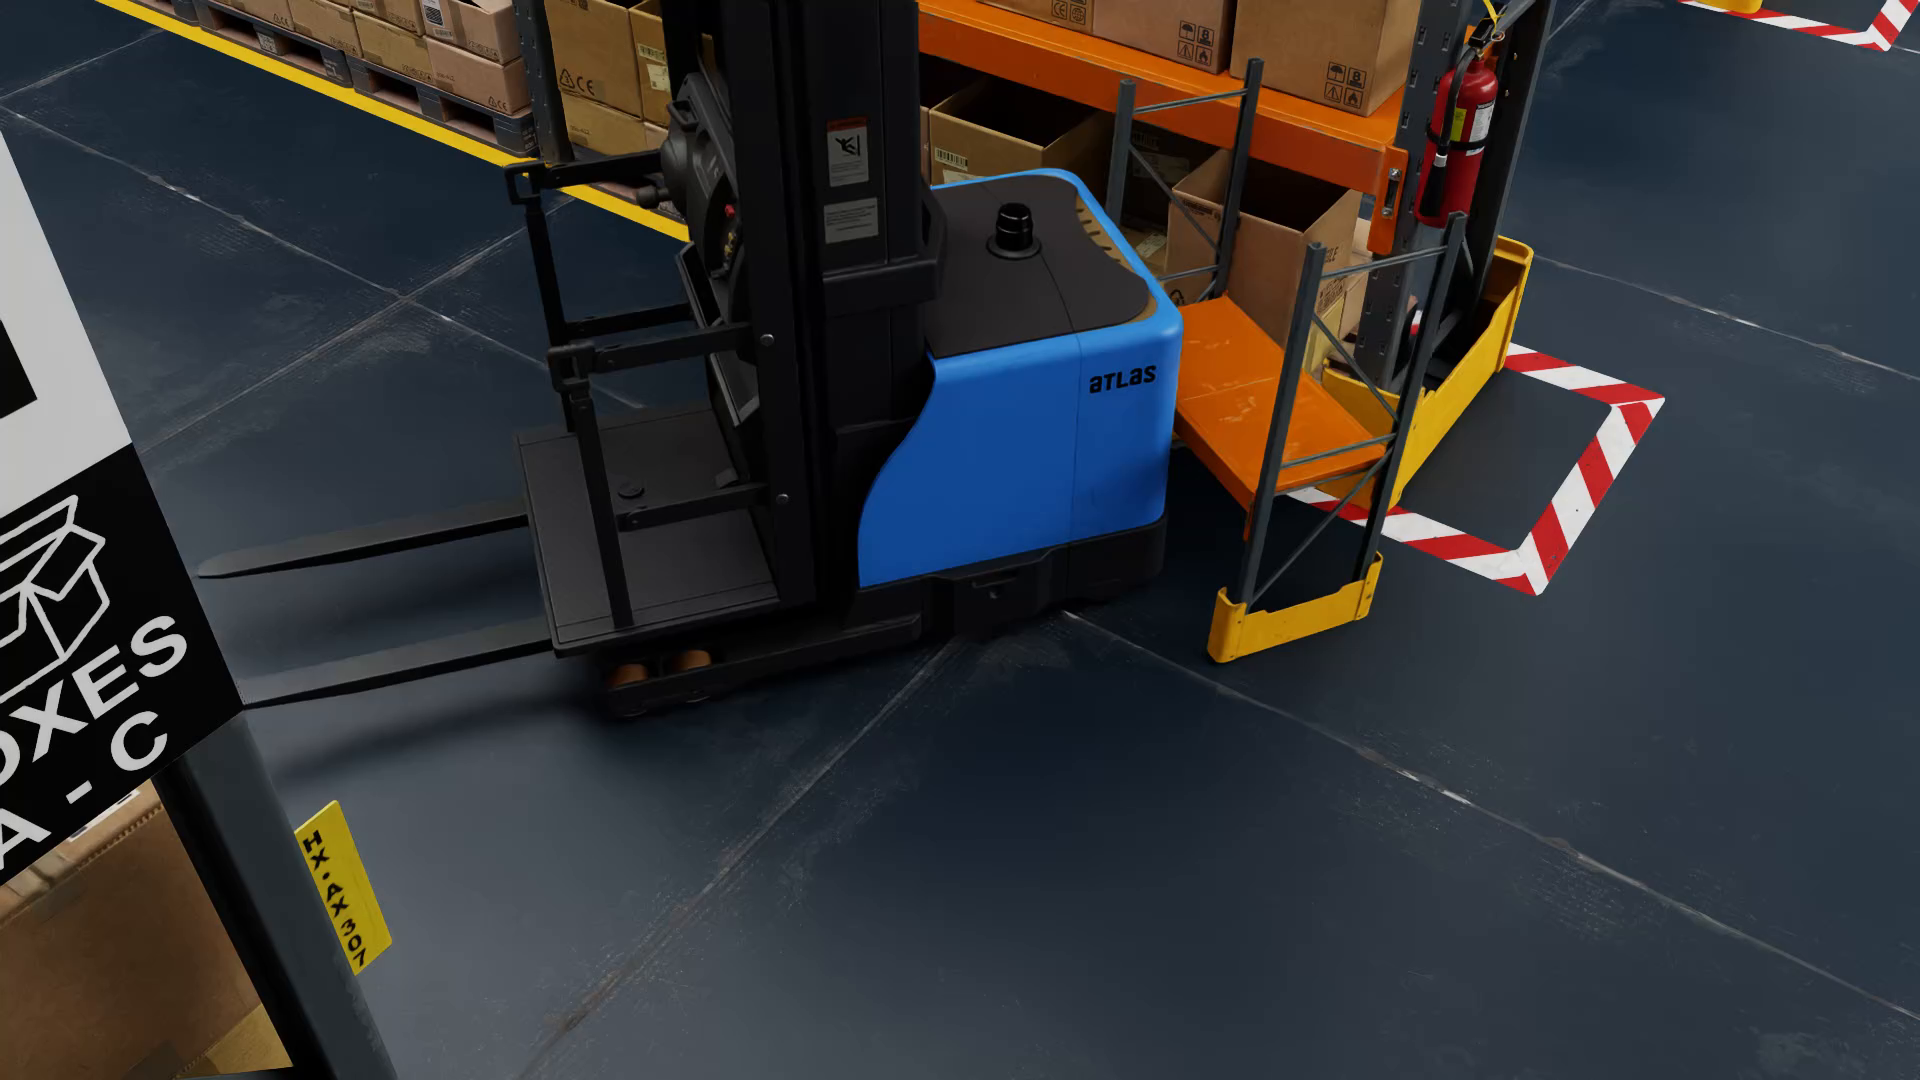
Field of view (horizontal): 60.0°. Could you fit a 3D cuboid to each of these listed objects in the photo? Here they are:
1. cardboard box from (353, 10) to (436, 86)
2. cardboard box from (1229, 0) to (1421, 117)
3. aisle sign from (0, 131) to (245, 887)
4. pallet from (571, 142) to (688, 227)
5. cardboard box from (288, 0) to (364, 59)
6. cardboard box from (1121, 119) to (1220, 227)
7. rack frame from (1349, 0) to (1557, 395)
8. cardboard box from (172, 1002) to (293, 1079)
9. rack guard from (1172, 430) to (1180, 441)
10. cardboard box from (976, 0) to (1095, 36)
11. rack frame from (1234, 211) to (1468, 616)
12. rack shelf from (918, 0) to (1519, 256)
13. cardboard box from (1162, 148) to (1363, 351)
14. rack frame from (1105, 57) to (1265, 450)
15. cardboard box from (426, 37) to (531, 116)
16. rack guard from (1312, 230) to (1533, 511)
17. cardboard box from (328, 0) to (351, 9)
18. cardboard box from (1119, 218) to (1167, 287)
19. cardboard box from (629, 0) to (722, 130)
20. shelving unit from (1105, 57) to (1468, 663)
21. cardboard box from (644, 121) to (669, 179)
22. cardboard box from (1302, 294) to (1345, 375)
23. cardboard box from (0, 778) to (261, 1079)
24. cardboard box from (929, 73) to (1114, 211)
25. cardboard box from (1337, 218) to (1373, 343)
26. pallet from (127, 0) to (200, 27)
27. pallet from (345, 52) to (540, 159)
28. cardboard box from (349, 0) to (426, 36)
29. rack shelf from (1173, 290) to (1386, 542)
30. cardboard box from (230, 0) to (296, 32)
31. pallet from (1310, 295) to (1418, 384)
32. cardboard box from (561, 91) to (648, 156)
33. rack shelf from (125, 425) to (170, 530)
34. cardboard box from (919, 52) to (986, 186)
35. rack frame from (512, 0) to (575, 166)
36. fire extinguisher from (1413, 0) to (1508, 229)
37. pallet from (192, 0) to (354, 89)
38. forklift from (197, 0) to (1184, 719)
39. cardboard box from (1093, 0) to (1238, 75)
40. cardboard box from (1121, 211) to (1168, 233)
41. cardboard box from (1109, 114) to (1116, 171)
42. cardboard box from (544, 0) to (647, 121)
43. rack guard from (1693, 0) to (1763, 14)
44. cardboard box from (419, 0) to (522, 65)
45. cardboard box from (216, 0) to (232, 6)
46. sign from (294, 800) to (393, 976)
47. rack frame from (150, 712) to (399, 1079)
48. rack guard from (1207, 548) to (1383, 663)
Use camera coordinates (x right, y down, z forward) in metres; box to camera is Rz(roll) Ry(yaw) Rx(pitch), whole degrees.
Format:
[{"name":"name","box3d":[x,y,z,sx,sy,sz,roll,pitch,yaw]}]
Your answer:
[{"name":"cardboard box","box3d":[-2.525,-2.451,7.986,0.500,0.250,0.500,24,47,25]},{"name":"cardboard box","box3d":[1.294,-1.815,5.454,0.500,0.500,0.700,25,48,25]},{"name":"aisle sign","box3d":[-0.941,0.009,1.541,0.004,0.787,0.394,25,48,25]},{"name":"pallet","box3d":[-0.979,-1.757,7.555,1.213,0.211,1.003,25,48,25]},{"name":"cardboard box","box3d":[-2.944,-2.646,8.205,0.500,0.250,0.500,26,48,26]},{"name":"cardboard box","box3d":[0.947,-1.521,6.385,0.500,0.500,0.500,25,48,25]},{"name":"rack frame","box3d":[1.669,-1.592,5.280,0.127,3.000,1.000,25,48,25]},{"name":"cardboard box","box3d":[-1.390,0.802,2.702,0.500,0.250,0.500,24,47,24]},{"name":"rack guard","box3d":[0.657,-0.400,5.998,0.587,0.250,0.087,-15,44,-20]},{"name":"cardboard box","box3d":[0.458,-2.207,5.892,0.500,0.500,0.700,25,48,26]},{"name":"rack frame","box3d":[1.107,-0.257,4.904,0.500,1.500,0.032,-15,44,-20]},{"name":"rack shelf","box3d":[0.031,-2.090,6.375,4.000,0.370,1.077,25,48,25]},{"name":"cardboard box","box3d":[1.059,-1.046,5.854,0.500,0.500,0.500,25,48,25]},{"name":"rack frame","box3d":[0.683,-0.874,5.591,0.500,1.500,0.032,-15,44,-20]},{"name":"cardboard box","box3d":[-2.112,-2.256,7.769,0.500,0.250,0.500,25,47,25]},{"name":"rack guard","box3d":[1.688,-0.651,6.103,0.348,0.500,1.175,25,48,25]},{"name":"cardboard box","box3d":[-2.939,-2.851,8.013,0.500,0.311,0.500,25,47,25]},{"name":"cardboard box","box3d":[0.644,-0.953,6.312,0.500,0.250,0.500,25,48,25]},{"name":"cardboard box","box3d":[-0.992,-1.999,6.920,0.500,0.500,0.500,25,48,25]},{"name":"shelving unit","box3d":[0.892,-0.571,5.254,0.587,1.500,1.083,-15,44,-20]},{"name":"cardboard box","box3d":[-0.994,-1.718,7.168,0.500,0.250,0.500,25,48,25]},{"name":"cardboard box","box3d":[1.060,-0.768,6.106,0.500,0.250,0.500,25,48,25]},{"name":"cardboard box","box3d":[-1.391,0.536,2.437,0.500,0.500,0.500,25,48,25]},{"name":"cardboard box","box3d":[0.232,-1.421,6.273,0.500,0.500,0.500,25,48,25]},{"name":"cardboard box","box3d":[1.357,-1.051,6.422,0.500,0.250,0.500,25,48,25]},{"name":"pallet","box3d":[-4.229,-3.279,9.257,1.213,0.211,1.003,25,48,25]},{"name":"pallet","box3d":[-2.232,-2.345,8.213,1.213,0.211,1.003,25,48,25]},{"name":"cardboard box","box3d":[-2.532,-2.659,7.798,0.500,0.311,0.500,26,48,26]},{"name":"rack shelf","box3d":[0.888,-0.429,5.365,0.538,0.185,1.000,-15,44,-20]},{"name":"cardboard box","box3d":[-3.360,-2.842,8.424,0.500,0.250,0.500,26,48,26]},{"name":"pallet","box3d":[1.019,-0.823,6.511,1.213,0.211,1.003,25,48,25]},{"name":"cardboard box","box3d":[-1.401,-1.912,7.385,0.500,0.250,0.500,25,48,25]},{"name":"rack shelf","box3d":[-2.810,-0.502,2.351,4.000,0.370,1.077,25,48,25]},{"name":"cardboard box","box3d":[-0.177,-1.613,6.488,0.500,0.500,0.500,25,48,25]},{"name":"rack frame","box3d":[-1.606,-3.124,6.991,0.127,3.000,1.000,25,48,25]},{"name":"fire extinguisher","box3d":[1.499,-1.264,4.972,0.183,0.674,0.296,25,48,25]},{"name":"pallet","box3d":[-3.235,-2.812,8.734,1.213,0.211,1.003,25,48,25]},{"name":"forklift","box3d":[-0.897,-0.944,4.607,3.031,2.935,1.130,-12,43,-13]},{"name":"cardboard box","box3d":[0.861,-2.014,5.676,0.500,0.500,0.700,26,48,26]},{"name":"cardboard box","box3d":[0.946,-1.240,6.634,0.500,0.250,0.500,25,48,25]},{"name":"cardboard box","box3d":[0.530,-1.705,6.591,0.500,0.500,0.500,25,48,25]},{"name":"cardboard box","box3d":[-1.406,-2.186,7.129,0.500,0.500,0.500,25,48,25]},{"name":"rack guard","box3d":[4.427,-3.367,9.138,0.348,0.500,1.175,25,48,25]},{"name":"cardboard box","box3d":[-2.102,-2.463,7.580,0.500,0.311,0.500,25,48,25]},{"name":"cardboard box","box3d":[-3.780,-3.038,8.643,0.500,0.250,0.500,24,47,24]},{"name":"sign","box3d":[-0.861,0.495,2.298,0.005,0.325,0.100,25,48,25]},{"name":"rack frame","box3d":[-1.173,1.114,2.256,0.127,3.000,1.000,25,48,25]},{"name":"rack guard","box3d":[1.072,0.204,5.325,0.587,0.250,0.087,-15,44,-20]}]
